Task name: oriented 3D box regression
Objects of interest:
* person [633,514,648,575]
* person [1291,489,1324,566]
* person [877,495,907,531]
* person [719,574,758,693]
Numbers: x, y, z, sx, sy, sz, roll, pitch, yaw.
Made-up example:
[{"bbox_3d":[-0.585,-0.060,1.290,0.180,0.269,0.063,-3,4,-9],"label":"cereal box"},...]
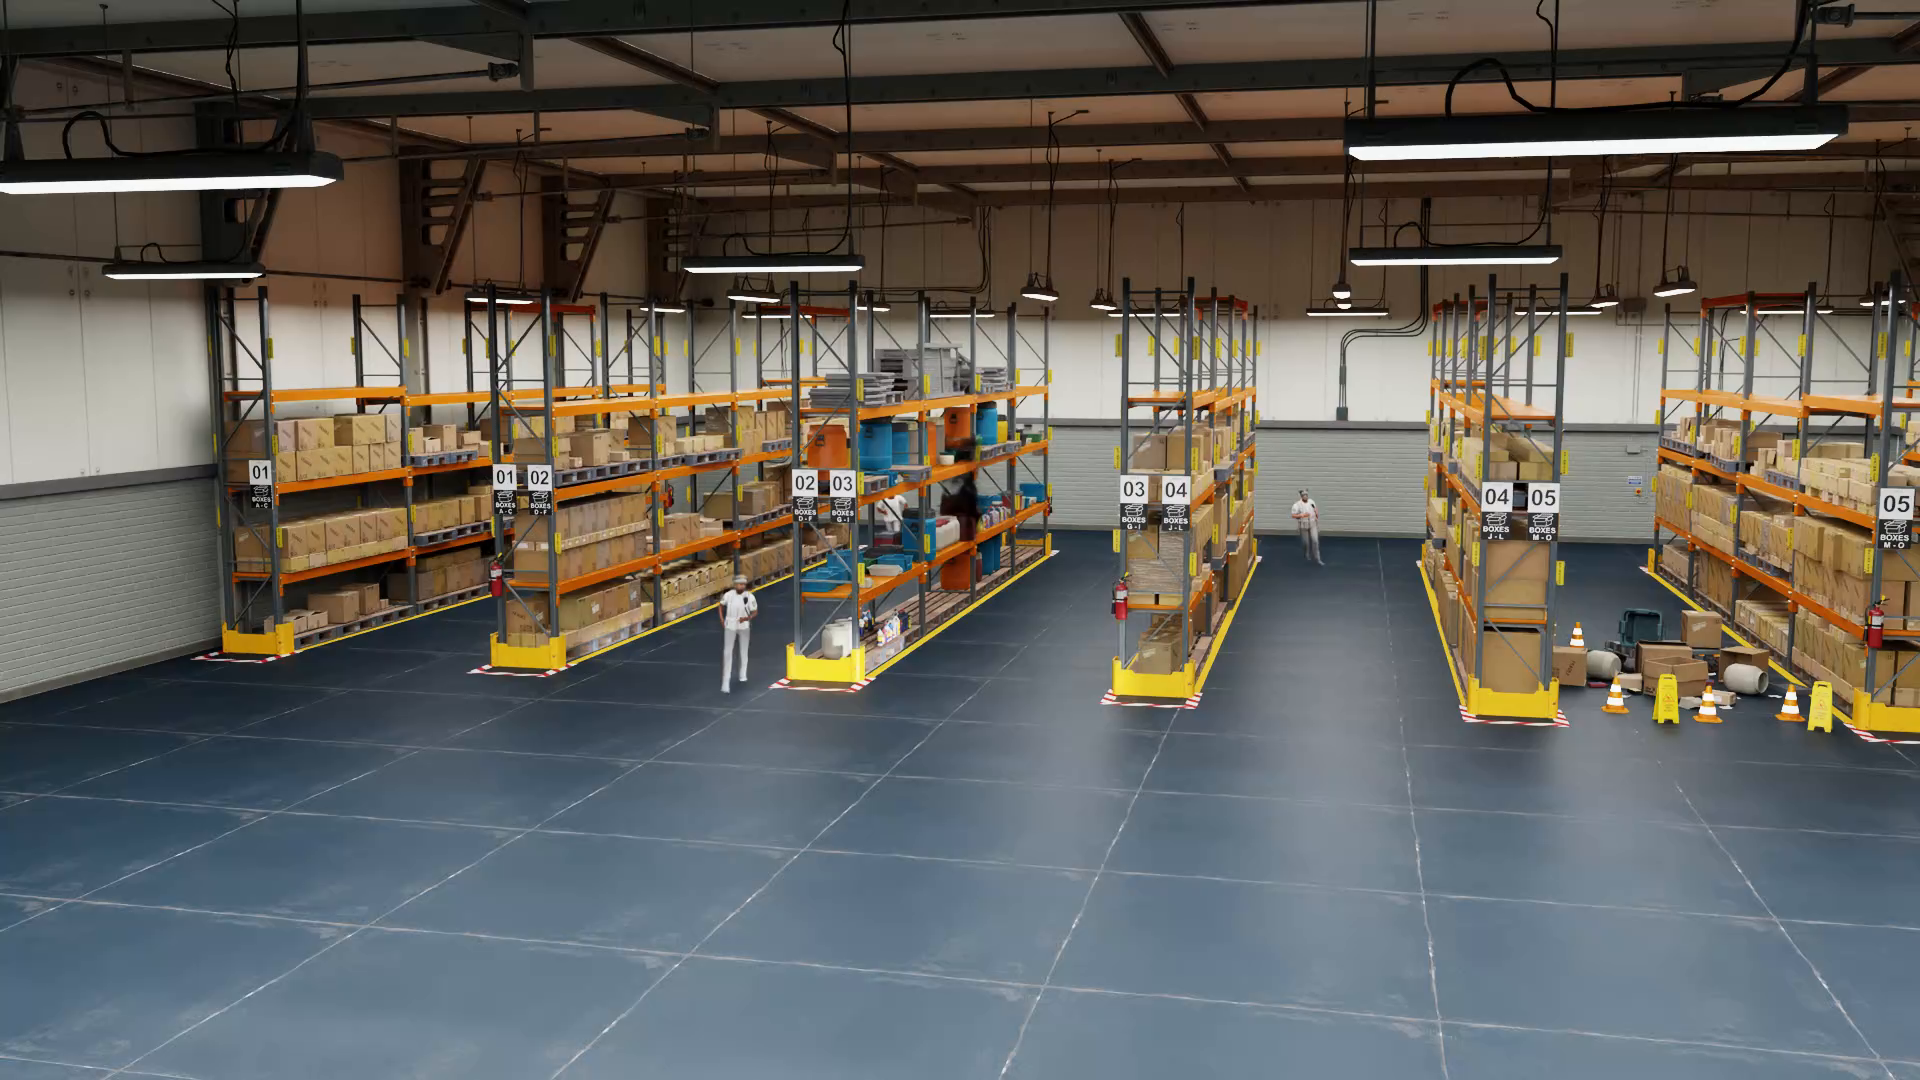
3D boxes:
[{"bbox_3d":[-6.546,0.254,34.277,0.609,1.638,0.527,2,7,17],"label":"person"},{"bbox_3d":[8.064,-0.318,38.852,0.699,1.778,0.914,-1,7,-5],"label":"person"},{"bbox_3d":[-1.646,-0.454,40.046,0.731,1.788,0.606,0,7,2],"label":"person"},{"bbox_3d":[-3.276,1.351,24.621,0.579,1.718,0.861,-1,7,-8],"label":"person"}]
